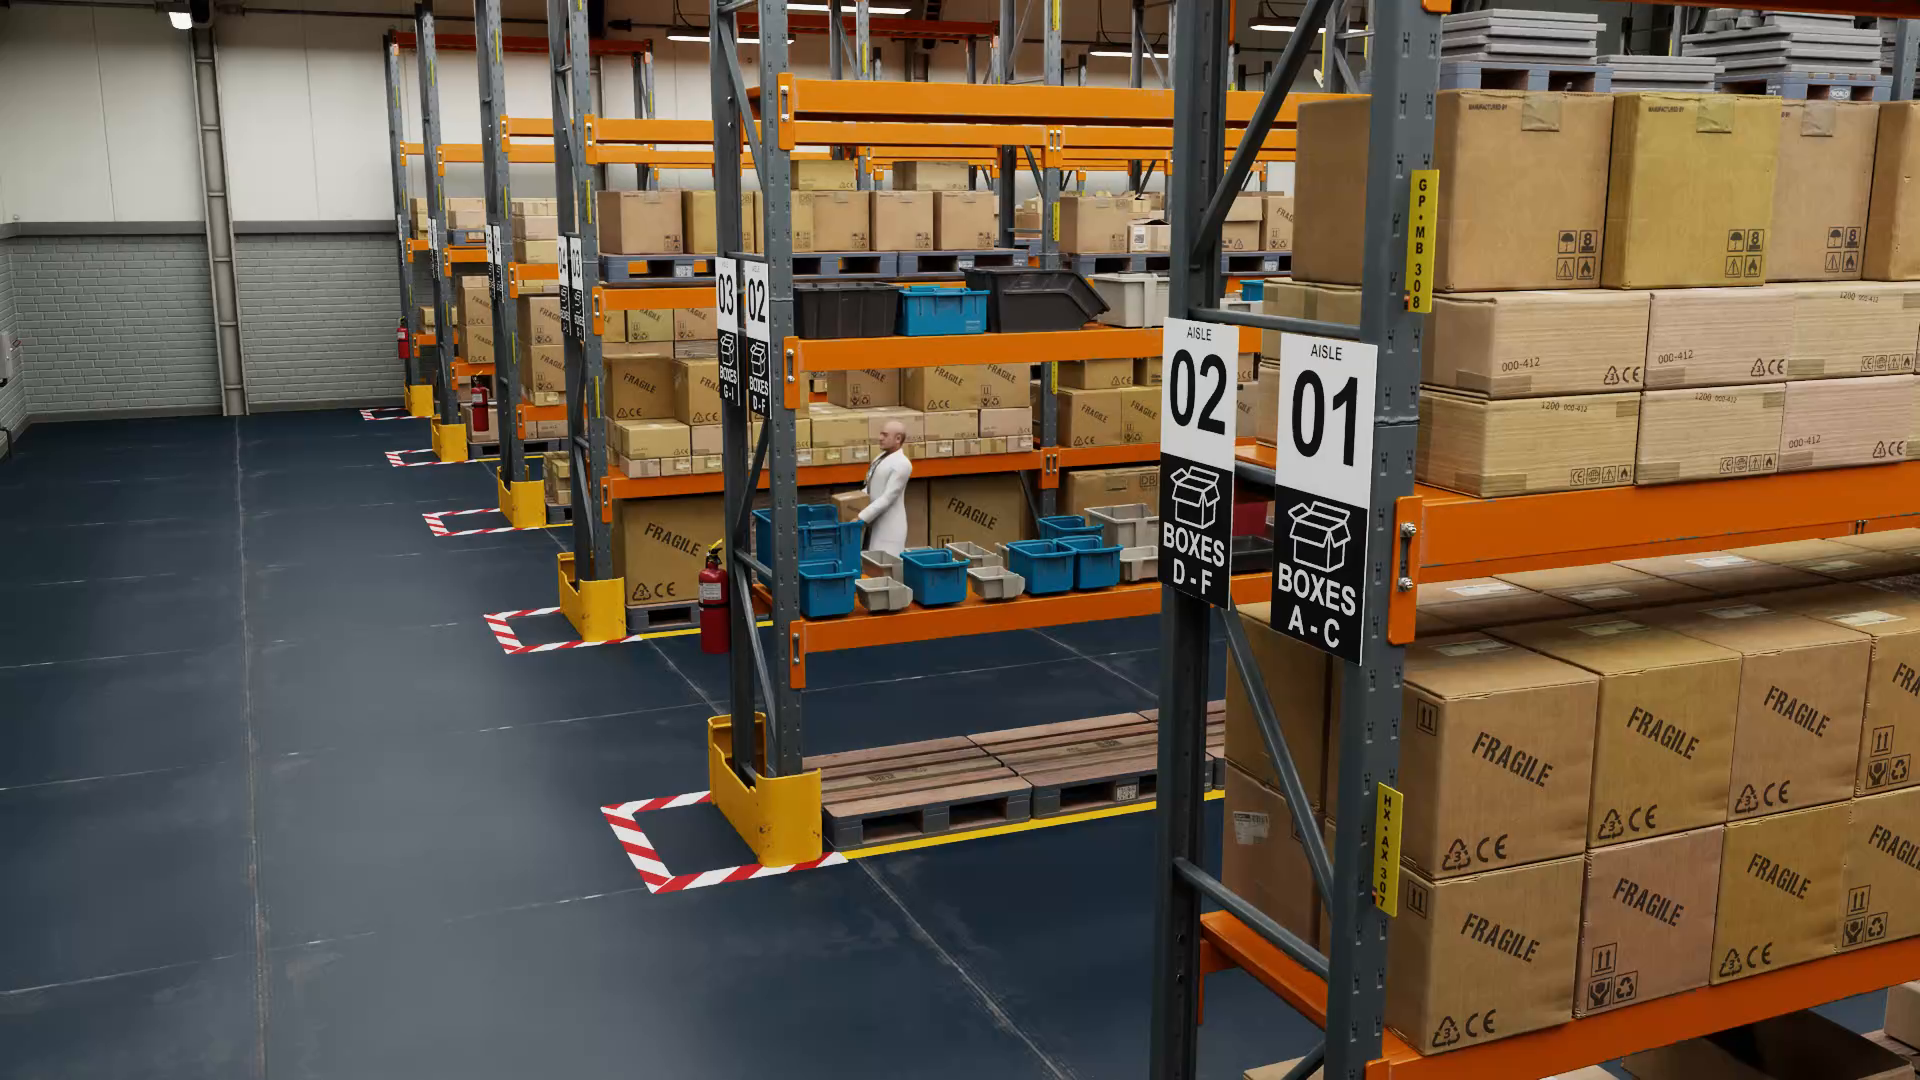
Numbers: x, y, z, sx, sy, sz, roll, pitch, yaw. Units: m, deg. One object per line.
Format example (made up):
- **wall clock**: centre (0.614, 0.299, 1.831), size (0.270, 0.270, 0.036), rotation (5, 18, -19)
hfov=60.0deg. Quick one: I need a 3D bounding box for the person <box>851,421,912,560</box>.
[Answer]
- **person**: centre (-0.687, -0.070, 13.343), size (0.555, 1.771, 0.529), rotation (-5, 13, -22)
